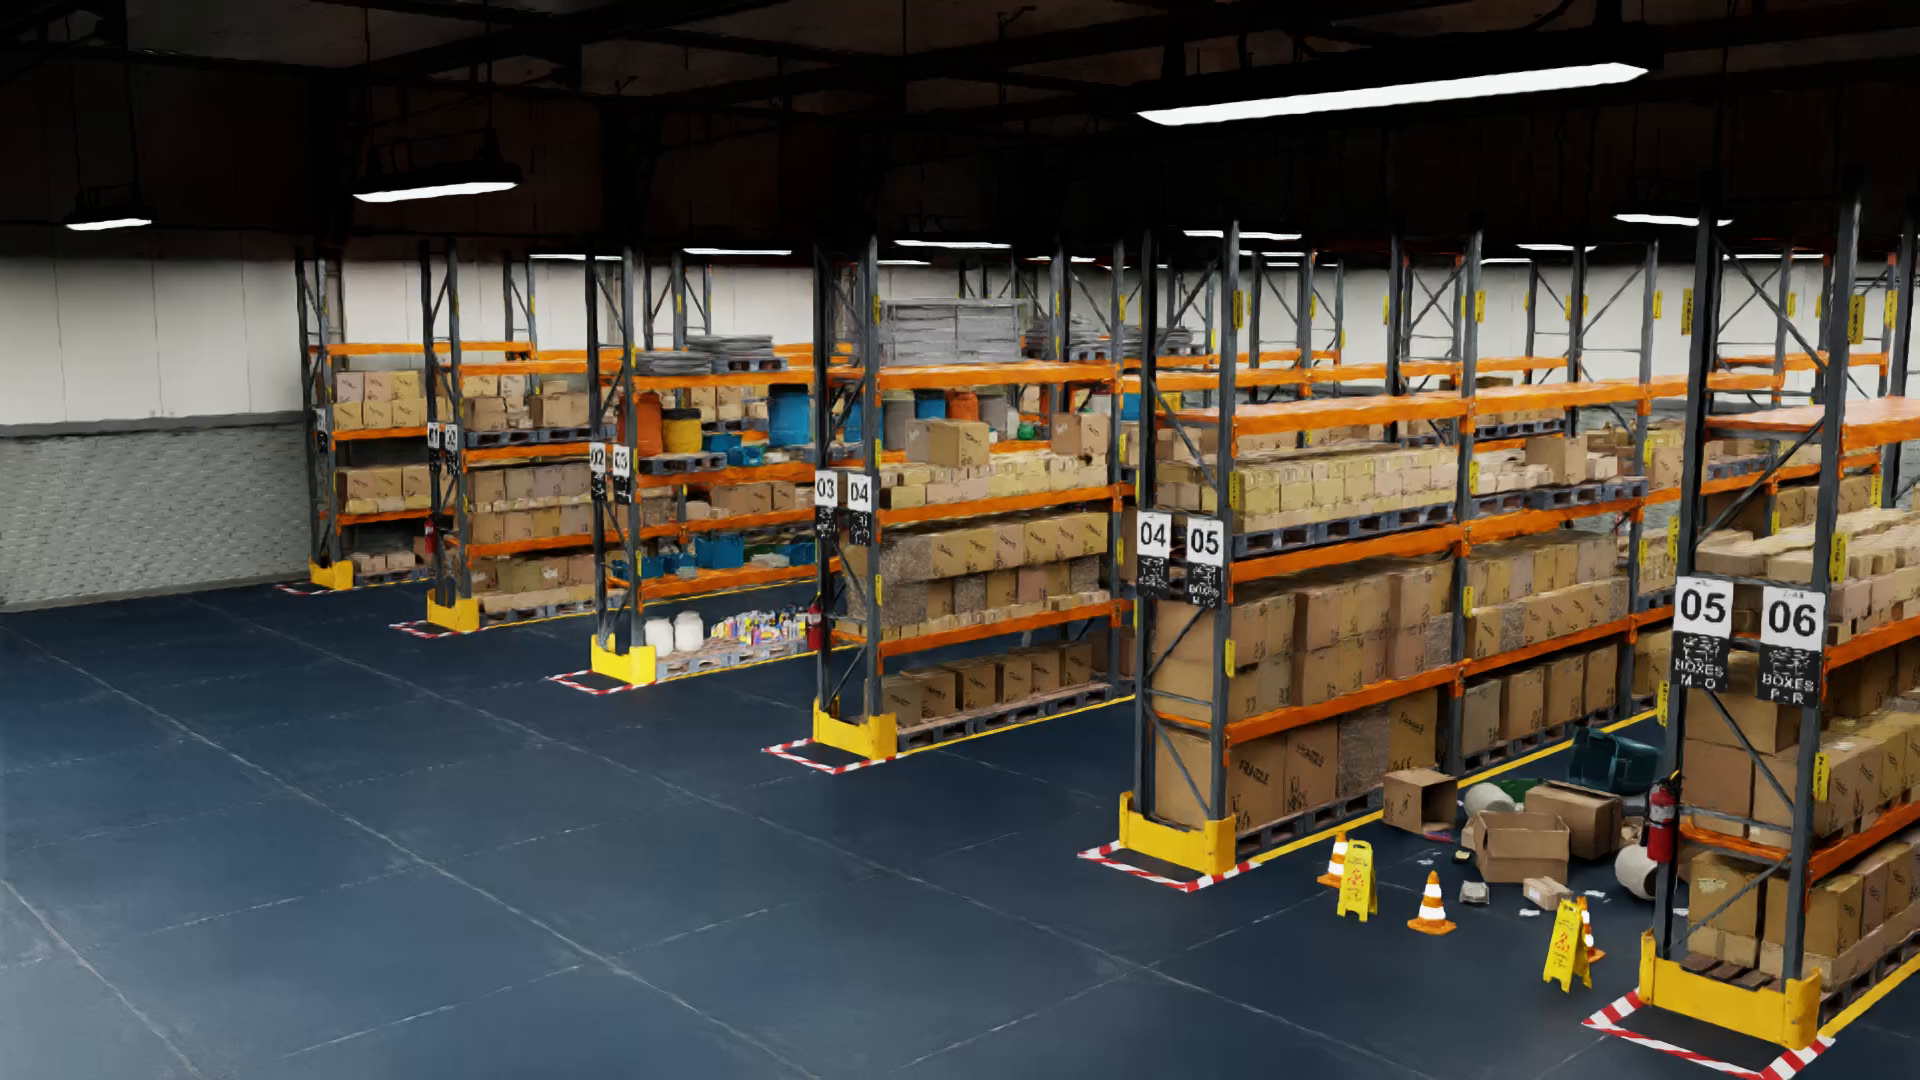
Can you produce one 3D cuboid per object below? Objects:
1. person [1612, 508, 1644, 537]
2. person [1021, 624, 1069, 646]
[{"bbox_3d":[11.461,0.114,28.633,1.123,1.709,0.553,-7,11,-40],"label":"person"},{"bbox_3d":[1.193,0.882,23.793,0.488,1.590,1.089,8,12,44],"label":"person"}]
